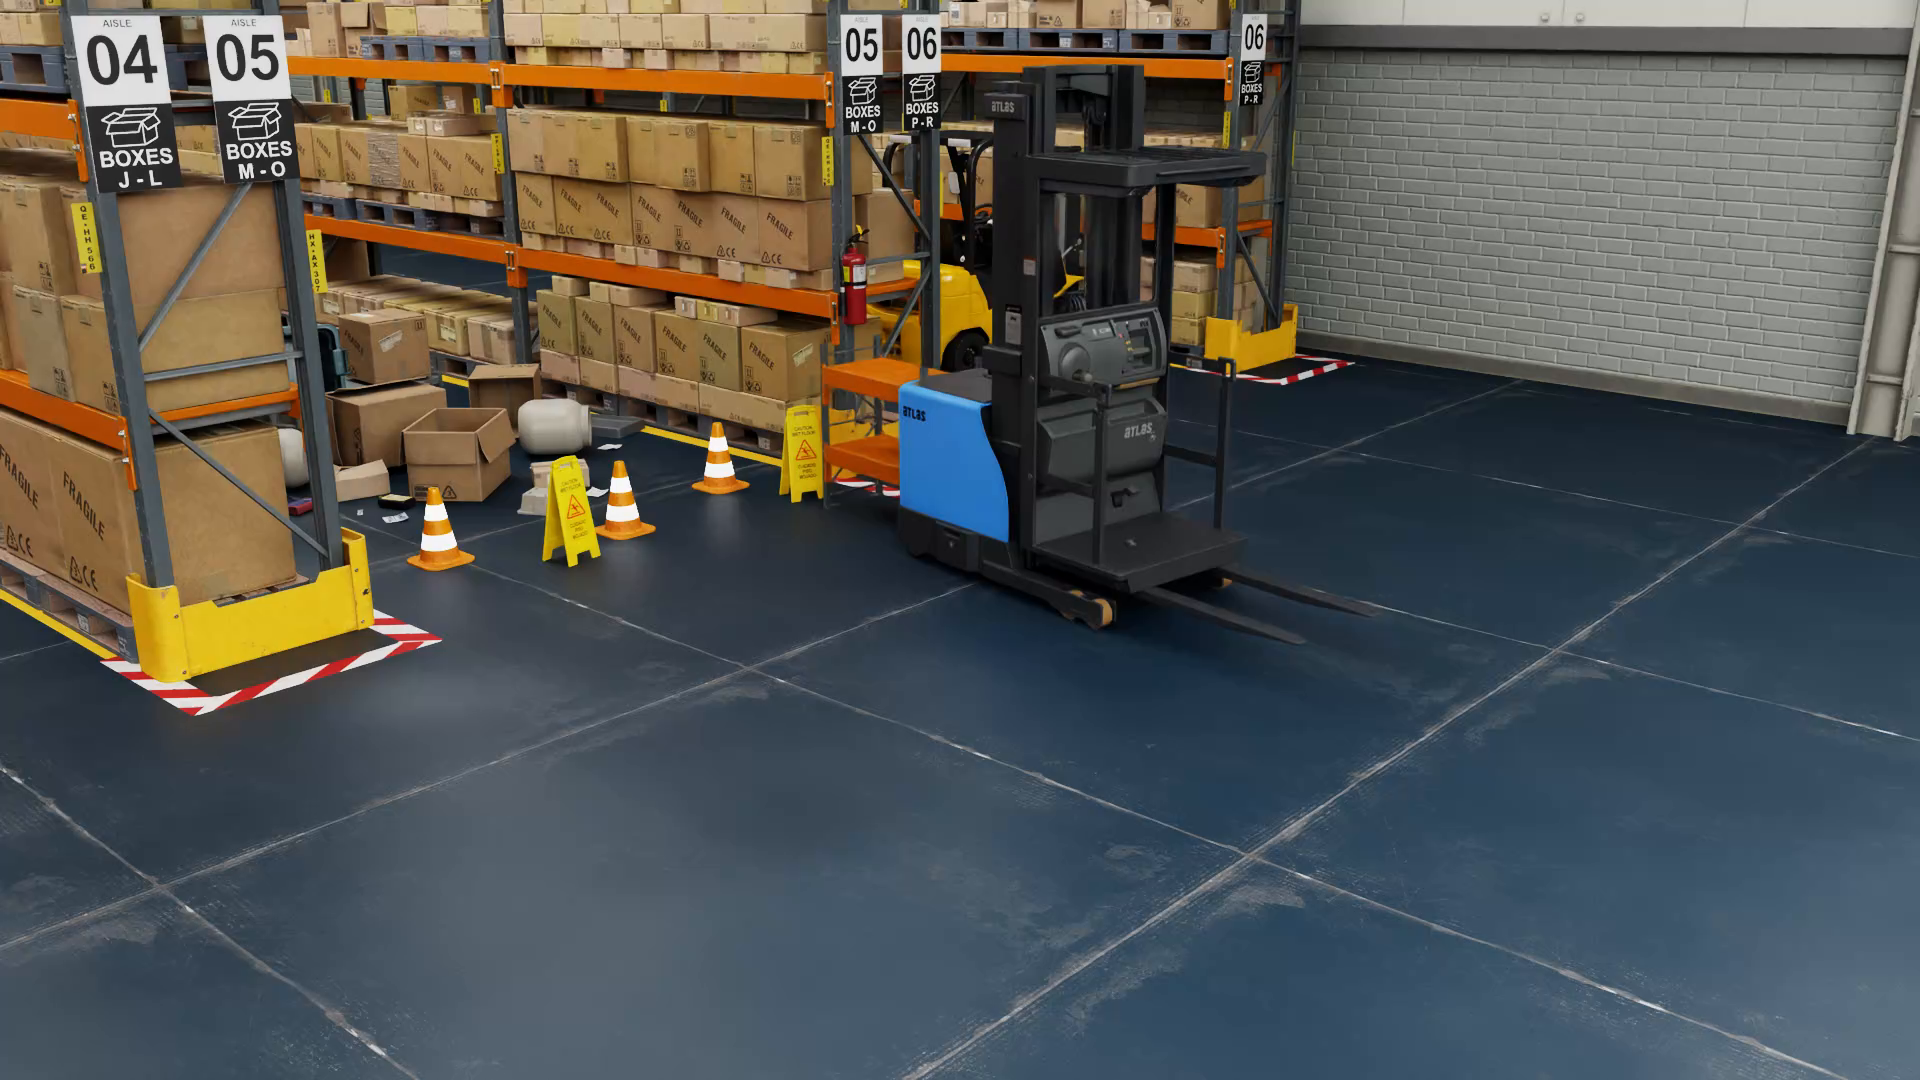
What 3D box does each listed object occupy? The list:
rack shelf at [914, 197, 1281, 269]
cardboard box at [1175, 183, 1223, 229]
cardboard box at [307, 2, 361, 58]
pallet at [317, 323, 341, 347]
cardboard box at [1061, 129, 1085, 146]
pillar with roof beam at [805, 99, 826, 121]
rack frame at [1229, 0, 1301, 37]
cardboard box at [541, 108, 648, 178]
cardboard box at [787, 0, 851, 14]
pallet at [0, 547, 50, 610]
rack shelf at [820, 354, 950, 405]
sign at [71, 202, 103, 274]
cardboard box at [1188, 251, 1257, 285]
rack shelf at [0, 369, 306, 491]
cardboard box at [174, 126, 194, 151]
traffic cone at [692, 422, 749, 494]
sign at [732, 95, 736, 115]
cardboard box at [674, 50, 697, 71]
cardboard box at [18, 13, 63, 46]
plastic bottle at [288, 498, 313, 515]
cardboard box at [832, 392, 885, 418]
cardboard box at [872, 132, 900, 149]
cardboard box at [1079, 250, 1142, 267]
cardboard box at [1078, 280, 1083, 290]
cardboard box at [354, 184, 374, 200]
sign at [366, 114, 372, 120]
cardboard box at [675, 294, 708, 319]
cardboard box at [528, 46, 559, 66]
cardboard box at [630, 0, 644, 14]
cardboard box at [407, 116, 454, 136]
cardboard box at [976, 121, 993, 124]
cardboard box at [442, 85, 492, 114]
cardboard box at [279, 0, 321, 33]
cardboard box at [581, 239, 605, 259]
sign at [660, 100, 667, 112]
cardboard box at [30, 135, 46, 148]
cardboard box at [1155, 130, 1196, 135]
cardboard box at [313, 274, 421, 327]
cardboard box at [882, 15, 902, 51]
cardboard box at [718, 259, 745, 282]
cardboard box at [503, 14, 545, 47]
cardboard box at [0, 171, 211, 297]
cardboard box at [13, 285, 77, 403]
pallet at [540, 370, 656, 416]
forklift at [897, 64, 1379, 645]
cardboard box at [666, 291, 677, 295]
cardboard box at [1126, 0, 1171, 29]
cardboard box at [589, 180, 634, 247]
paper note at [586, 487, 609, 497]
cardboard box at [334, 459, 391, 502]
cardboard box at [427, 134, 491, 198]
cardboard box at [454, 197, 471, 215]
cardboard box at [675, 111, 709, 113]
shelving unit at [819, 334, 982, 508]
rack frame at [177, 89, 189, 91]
[{"bbox_3d":[1.275,-3.197,16.916,4.000,0.370,1.077,15,23,39],"label":"rack shelf"},{"bbox_3d":[2.228,-3.225,15.651,0.500,0.500,0.500,14,23,38],"label":"cardboard box"},{"bbox_3d":[-5.803,-4.906,15.986,0.500,0.500,0.700,15,23,39],"label":"cardboard box"},{"bbox_3d":[-5.921,-2.134,16.988,1.213,0.211,1.003,15,23,39],"label":"pallet"},{"bbox_3d":[1.212,-3.968,16.426,0.250,0.149,0.380,15,23,40],"label":"cardboard box"},{"bbox_3d":[-4.497,-6.572,16.444,0.400,9.000,9.100,15,23,39],"label":"pillar with roof beam"},{"bbox_3d":[2.771,-5.998,14.634,0.127,3.000,1.000,15,23,39],"label":"rack frame"},{"bbox_3d":[-2.960,-3.239,13.548,0.500,0.500,0.700,15,23,40],"label":"cardboard box"},{"bbox_3d":[-0.970,-3.706,11.468,0.250,0.149,0.380,15,23,40],"label":"cardboard box"},{"bbox_3d":[-5.290,0.067,10.052,1.213,0.211,1.003,15,23,39],"label":"pallet"},{"bbox_3d":[-0.394,-0.974,10.852,0.538,0.278,1.000,-15,23,-40],"label":"rack shelf"},{"bbox_3d":[-4.102,-1.419,7.819,0.005,0.325,0.100,15,23,39],"label":"sign"},{"bbox_3d":[2.537,-2.644,16.182,0.500,0.250,0.500,15,23,38],"label":"cardboard box"},{"bbox_3d":[-5.227,-0.933,9.782,4.000,0.370,1.077,15,23,39],"label":"rack shelf"},{"bbox_3d":[-8.195,-4.495,17.999,0.500,0.500,0.500,15,23,38],"label":"cardboard box"},{"bbox_3d":[-1.699,-0.600,11.737,0.334,0.463,0.336,15,23,39],"label":"traffic cone"},{"bbox_3d":[-2.847,-5.423,20.826,0.005,0.325,0.100,15,23,39],"label":"sign"},{"bbox_3d":[-1.913,-3.596,12.441,0.250,0.149,0.380,14,22,38],"label":"cardboard box"},{"bbox_3d":[-4.205,-2.422,7.882,0.250,0.149,0.380,15,23,39],"label":"cardboard box"},{"bbox_3d":[-4.432,-0.237,11.258,0.133,0.061,0.283,7,19,21],"label":"plastic bottle"},{"bbox_3d":[-0.941,-1.129,13.060,0.500,0.250,0.500,15,23,39],"label":"cardboard box"},{"bbox_3d":[-0.829,-4.364,18.167,0.250,0.149,0.380,15,23,38],"label":"cardboard box"},{"bbox_3d":[1.449,-2.727,16.443,0.500,0.250,0.500,15,23,40],"label":"cardboard box"},{"bbox_3d":[1.431,-2.495,16.540,0.500,0.250,0.500,14,23,38],"label":"cardboard box"},{"bbox_3d":[-5.598,-3.374,16.004,0.380,0.149,0.250,-17,24,-42],"label":"cardboard box"},{"bbox_3d":[-6.152,-4.260,17.292,0.005,0.325,0.100,15,23,39],"label":"sign"},{"bbox_3d":[-1.995,-1.836,12.976,0.250,0.149,0.380,16,24,42],"label":"cardboard box"},{"bbox_3d":[-3.286,-3.944,13.536,0.250,0.149,0.380,15,23,39],"label":"cardboard box"},{"bbox_3d":[-2.276,-4.077,12.638,0.250,0.149,0.380,16,23,40],"label":"cardboard box"},{"bbox_3d":[-4.753,-3.743,15.024,0.250,0.149,0.380,14,22,37],"label":"cardboard box"},{"bbox_3d":[0.378,-4.385,17.739,0.250,0.149,0.380,14,23,38],"label":"cardboard box"},{"bbox_3d":[-7.142,-6.335,24.130,0.500,0.500,0.500,14,23,38],"label":"cardboard box"},{"bbox_3d":[-6.887,-5.341,16.660,0.637,0.503,0.797,13,22,36],"label":"cardboard box"},{"bbox_3d":[-2.886,-2.419,13.691,0.250,0.149,0.380,16,24,41],"label":"cardboard box"},{"bbox_3d":[-3.566,-5.134,20.047,0.005,0.325,0.100,15,23,39],"label":"sign"},{"bbox_3d":[-11.169,-4.815,20.660,0.500,0.500,0.500,16,24,41],"label":"cardboard box"},{"bbox_3d":[2.106,-3.916,16.262,0.250,0.149,0.380,15,23,40],"label":"cardboard box"},{"bbox_3d":[-6.089,-2.453,17.031,0.625,0.372,0.950,13,22,36],"label":"cardboard box"},{"bbox_3d":[-0.720,-3.676,12.033,0.500,0.250,0.500,15,23,38],"label":"cardboard box"},{"bbox_3d":[-1.596,-2.048,12.523,0.250,0.149,0.380,16,23,40],"label":"cardboard box"},{"bbox_3d":[-3.366,-4.167,13.582,0.500,0.250,0.500,14,23,38],"label":"cardboard box"},{"bbox_3d":[-4.456,-1.633,8.766,0.550,0.550,0.875,15,23,39],"label":"cardboard box"},{"bbox_3d":[-4.465,-1.116,8.920,0.550,0.550,0.875,15,23,39],"label":"cardboard box"},{"bbox_3d":[-2.987,-1.362,14.553,1.213,0.211,1.003,15,23,39],"label":"pallet"},{"bbox_3d":[0.950,-1.084,9.180,1.130,2.935,3.031,-15,23,-38],"label":"forklift"},{"bbox_3d":[-2.511,-1.905,14.267,0.500,0.500,0.500,16,23,40],"label":"cardboard box"},{"bbox_3d":[1.760,-4.900,15.498,0.258,0.266,0.396,15,23,39],"label":"cardboard box"},{"bbox_3d":[-2.611,-2.656,13.366,0.500,0.500,0.500,15,23,39],"label":"cardboard box"},{"bbox_3d":[-2.550,-0.339,11.629,0.142,0.019,0.148,7,19,21],"label":"paper note"},{"bbox_3d":[-4.215,-0.446,11.578,0.396,0.266,0.258,-13,22,-36],"label":"cardboard box"},{"bbox_3d":[-4.383,-3.347,14.849,0.500,0.500,0.500,15,23,40],"label":"cardboard box"},{"bbox_3d":[-4.267,-2.996,14.814,0.250,0.149,0.380,14,22,38],"label":"cardboard box"},{"bbox_3d":[-3.494,-5.131,20.961,0.500,0.500,0.500,16,24,42],"label":"cardboard box"},{"bbox_3d":[-0.394,-0.695,10.941,0.538,1.125,1.048,-15,23,-40],"label":"shelving unit"},{"bbox_3d":[-9.497,-4.424,19.593,0.127,3.000,1.000,15,23,39],"label":"rack frame"}]
